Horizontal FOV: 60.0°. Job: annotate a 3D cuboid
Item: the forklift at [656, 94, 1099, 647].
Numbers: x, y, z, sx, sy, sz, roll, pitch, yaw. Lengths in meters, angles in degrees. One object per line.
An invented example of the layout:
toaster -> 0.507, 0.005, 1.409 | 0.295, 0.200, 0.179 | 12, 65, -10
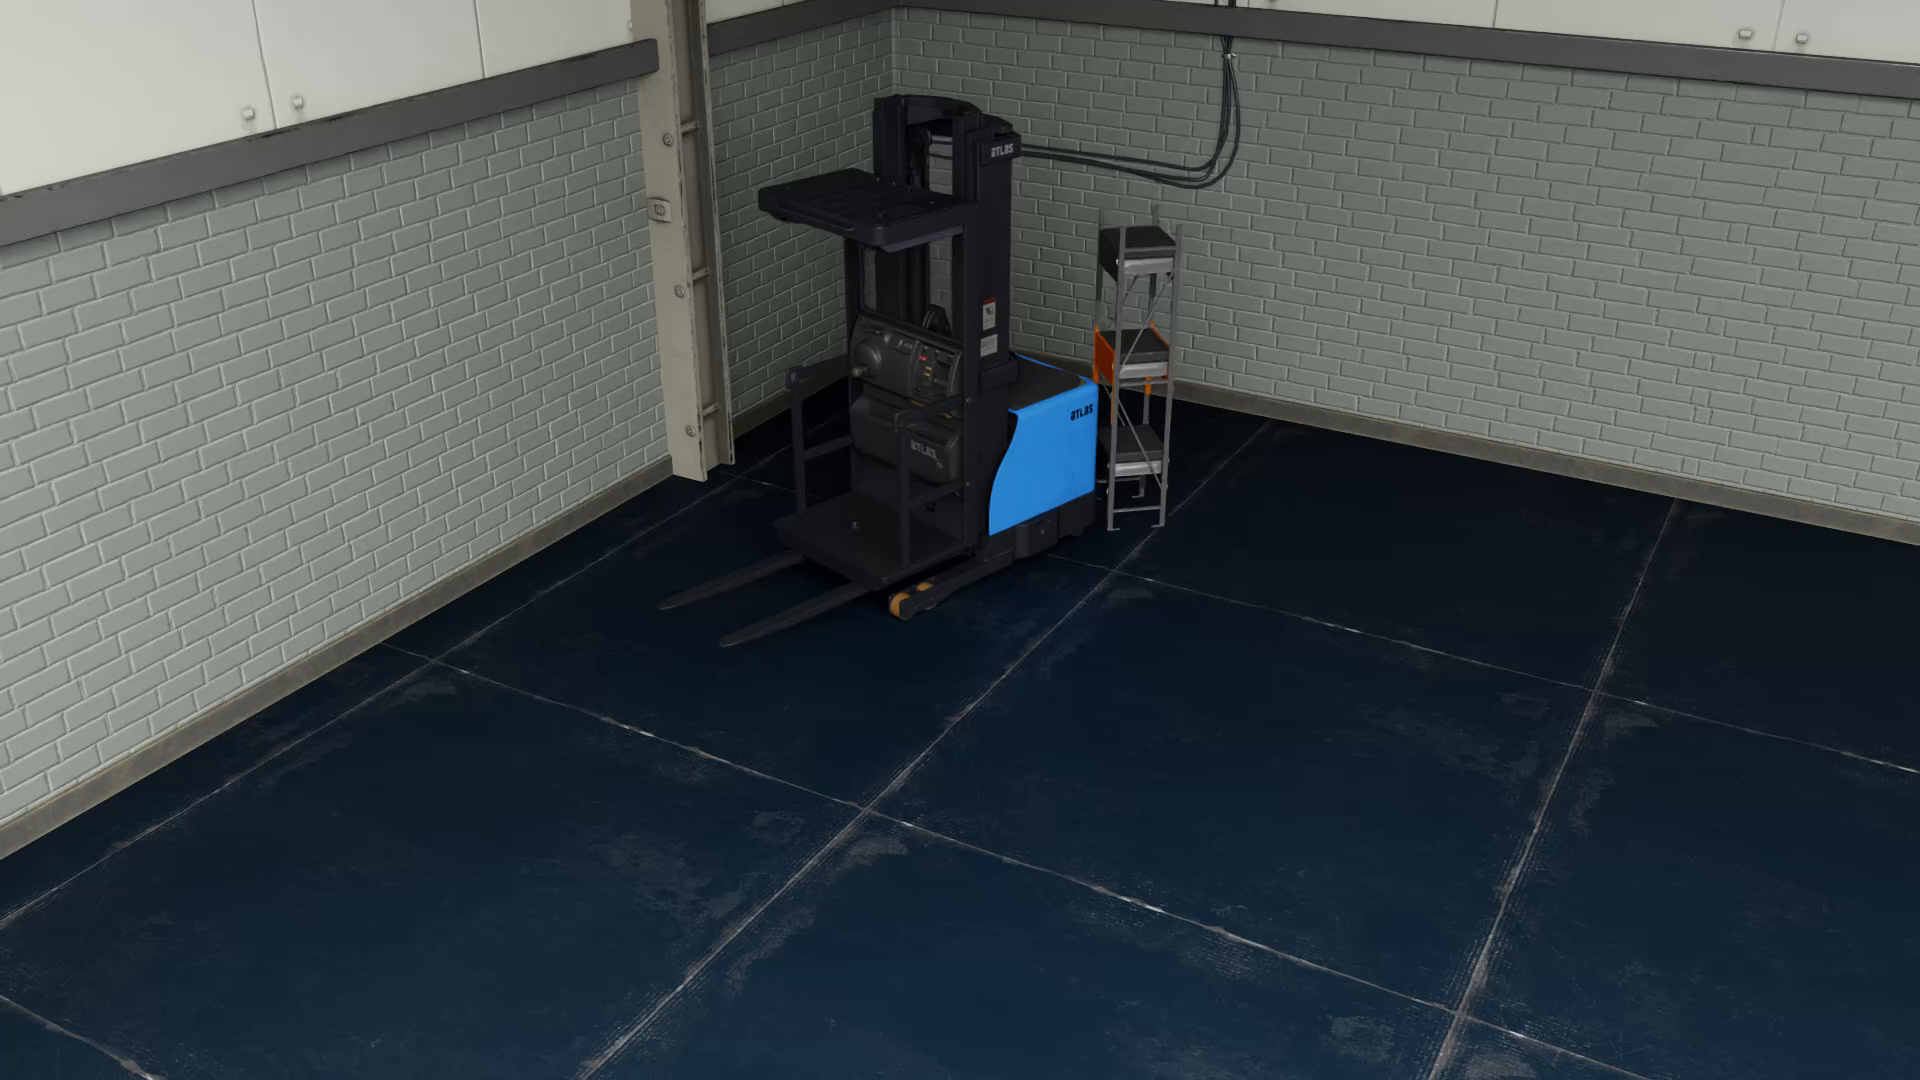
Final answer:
forklift -> -0.489, -1.082, 10.058 | 3.031, 2.935, 1.130 | -23, 35, -38

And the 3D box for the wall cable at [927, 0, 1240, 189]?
wall cable -> 0.709, -4.023, 12.623 | 3.097, 2.526, 0.112 | 14, 30, 26

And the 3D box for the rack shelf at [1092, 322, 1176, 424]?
rack shelf -> 1.150, -1.114, 11.078 | 0.431, 0.518, 0.480 | -5, 27, -10

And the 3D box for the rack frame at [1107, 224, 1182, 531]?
rack frame -> 1.196, -1.020, 10.857 | 0.400, 2.100, 0.015 | -5, 27, -10

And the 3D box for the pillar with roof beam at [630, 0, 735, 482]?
pillar with roof beam -> 1.857, -3.607, 8.322 | 9.100, 9.000, 0.400 | 14, 30, 26

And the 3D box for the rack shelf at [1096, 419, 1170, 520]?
rack shelf -> 1.151, -0.487, 11.388 | 0.431, 0.518, 0.480 | -5, 27, -10

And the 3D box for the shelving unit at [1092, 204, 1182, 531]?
shelving unit -> 1.150, -1.126, 11.072 | 0.431, 2.100, 0.503 | -5, 27, -10

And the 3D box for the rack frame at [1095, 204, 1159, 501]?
rack frame -> 1.104, -1.233, 11.286 | 0.400, 2.100, 0.015 | -5, 27, -10

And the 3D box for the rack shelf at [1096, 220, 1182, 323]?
rack shelf -> 1.150, -1.741, 10.767 | 0.431, 0.518, 0.480 | -5, 27, -10
